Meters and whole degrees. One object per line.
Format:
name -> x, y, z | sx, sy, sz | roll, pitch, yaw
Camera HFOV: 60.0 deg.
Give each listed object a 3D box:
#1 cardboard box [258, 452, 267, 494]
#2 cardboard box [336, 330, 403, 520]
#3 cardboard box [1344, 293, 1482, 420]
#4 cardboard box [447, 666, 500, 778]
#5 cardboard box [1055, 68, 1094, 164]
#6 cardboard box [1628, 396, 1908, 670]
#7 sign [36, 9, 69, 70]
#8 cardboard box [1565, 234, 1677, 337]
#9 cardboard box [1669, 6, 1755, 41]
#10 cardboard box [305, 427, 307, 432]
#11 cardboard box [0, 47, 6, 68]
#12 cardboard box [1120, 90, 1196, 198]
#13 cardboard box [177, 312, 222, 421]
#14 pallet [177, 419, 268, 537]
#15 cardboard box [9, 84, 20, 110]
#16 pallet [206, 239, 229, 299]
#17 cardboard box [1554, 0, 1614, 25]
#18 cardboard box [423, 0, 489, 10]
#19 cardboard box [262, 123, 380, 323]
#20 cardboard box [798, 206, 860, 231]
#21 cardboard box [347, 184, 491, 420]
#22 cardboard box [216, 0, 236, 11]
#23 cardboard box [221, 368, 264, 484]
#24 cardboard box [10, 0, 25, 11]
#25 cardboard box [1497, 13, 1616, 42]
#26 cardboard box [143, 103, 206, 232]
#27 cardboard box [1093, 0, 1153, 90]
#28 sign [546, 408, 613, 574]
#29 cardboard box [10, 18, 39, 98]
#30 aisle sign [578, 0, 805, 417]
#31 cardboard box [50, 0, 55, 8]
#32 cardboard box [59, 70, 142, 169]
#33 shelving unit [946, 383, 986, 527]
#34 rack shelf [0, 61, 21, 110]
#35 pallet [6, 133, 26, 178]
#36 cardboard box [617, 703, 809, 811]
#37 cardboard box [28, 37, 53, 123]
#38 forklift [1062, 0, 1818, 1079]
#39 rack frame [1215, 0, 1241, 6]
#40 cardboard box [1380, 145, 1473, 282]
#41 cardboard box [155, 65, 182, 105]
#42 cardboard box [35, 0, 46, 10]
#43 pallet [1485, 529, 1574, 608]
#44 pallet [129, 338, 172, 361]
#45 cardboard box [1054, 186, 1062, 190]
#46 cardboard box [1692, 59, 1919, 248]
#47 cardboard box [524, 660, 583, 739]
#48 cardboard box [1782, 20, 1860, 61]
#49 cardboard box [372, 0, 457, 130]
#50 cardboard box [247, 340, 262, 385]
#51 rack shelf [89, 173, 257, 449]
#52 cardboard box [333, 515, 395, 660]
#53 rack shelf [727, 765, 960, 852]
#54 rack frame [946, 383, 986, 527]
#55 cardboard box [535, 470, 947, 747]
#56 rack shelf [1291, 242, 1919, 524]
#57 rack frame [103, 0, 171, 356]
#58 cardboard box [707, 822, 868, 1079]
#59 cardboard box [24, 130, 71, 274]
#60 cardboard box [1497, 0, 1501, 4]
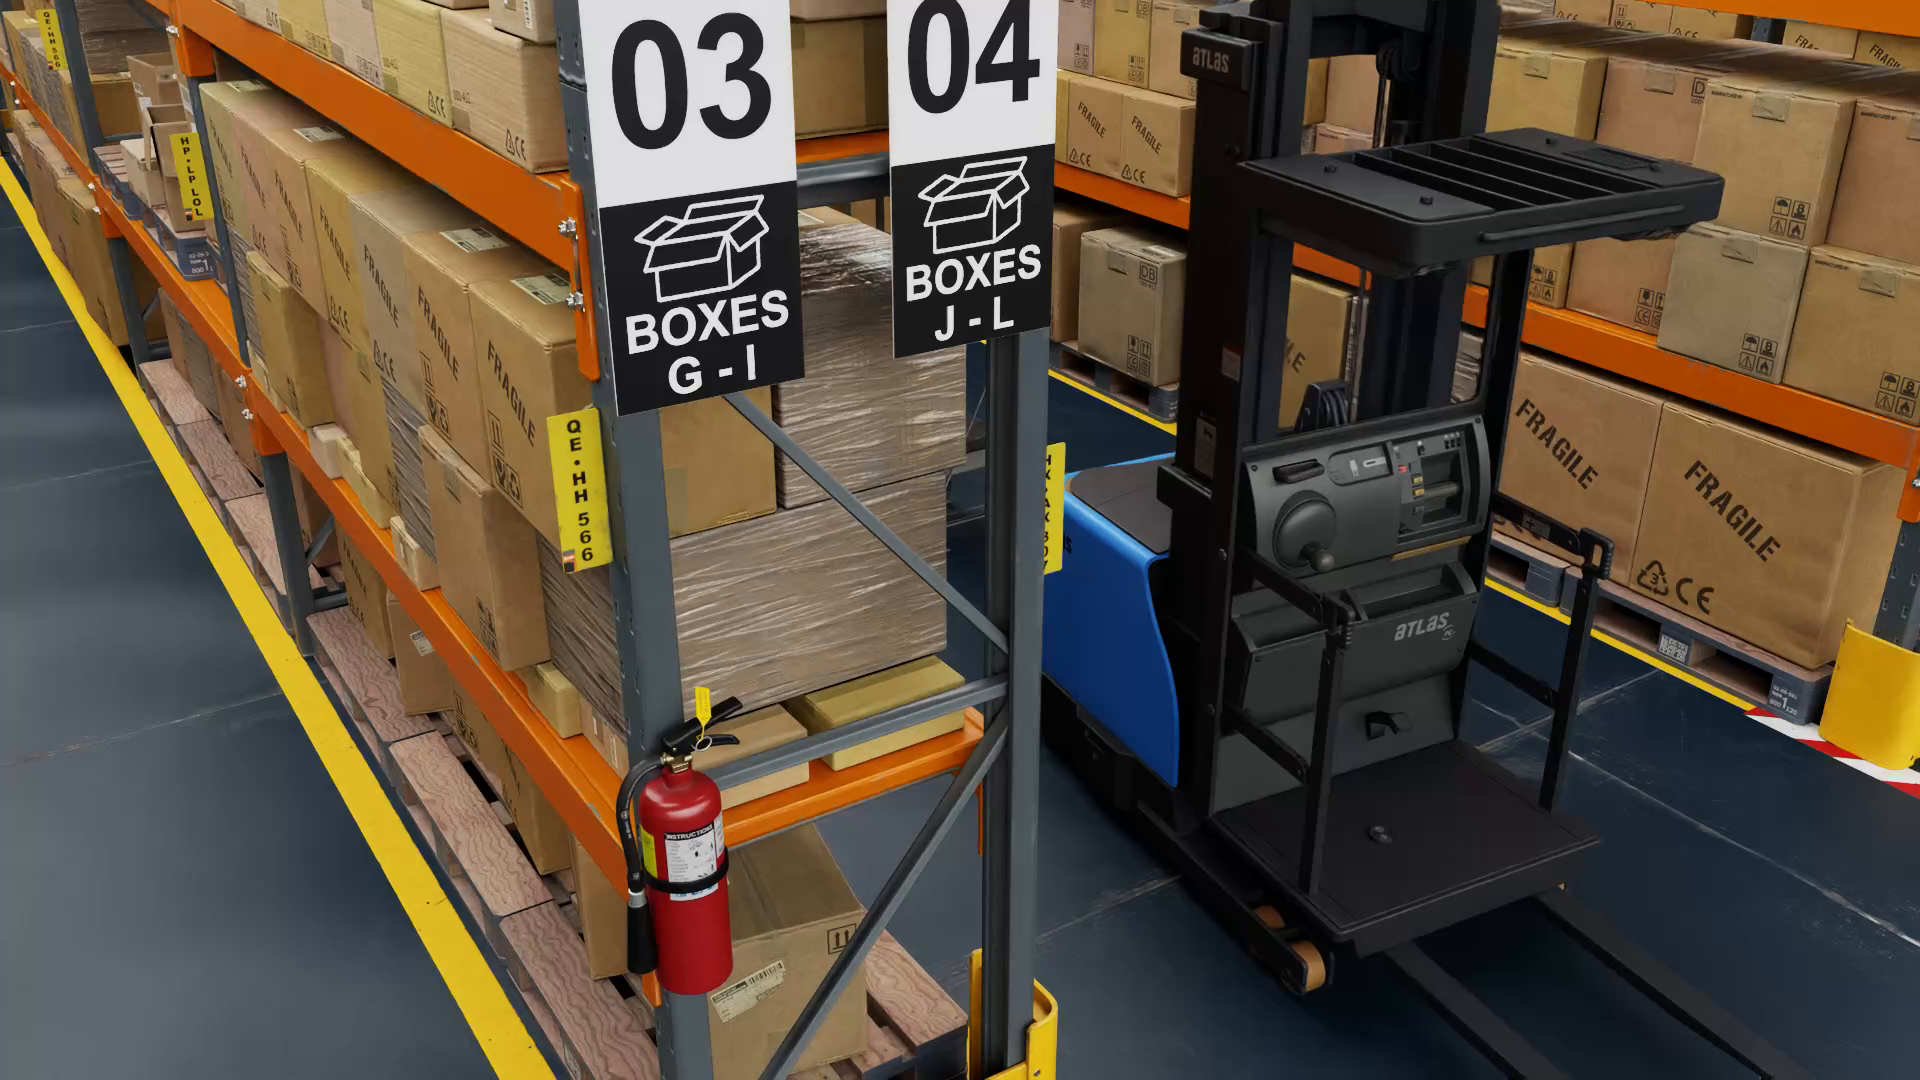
cardboard box -> -3.001, -0.447, 8.096 | 0.700, 0.500, 0.500 | -16, 29, -30
cardboard box -> -1.505, -0.450, 5.397 | 0.875, 0.649, 0.860 | -16, 29, -30
cardboard box -> 2.552, -0.765, 8.354 | 0.875, 0.875, 0.875 | -15, 29, -29
cardboard box -> -1.531, 0.521, 6.070 | 0.500, 0.500, 0.500 | -19, 31, -34
cardboard box -> 0.711, -2.630, 10.190 | 0.500, 0.500, 0.500 | -15, 29, -29
cardboard box -> 3.530, -0.124, 6.997 | 0.875, 0.875, 0.875 | -15, 29, -29
sign -> -5.086, -2.803, 9.317 | 0.100, 0.325, 0.005 | -16, 29, -30
cardboard box -> 3.196, -1.279, 7.270 | 0.875, 0.550, 0.550 | -16, 29, -30
cardboard box -> 5.419, -3.770, 11.765 | 0.500, 0.500, 0.500 | -16, 30, -31
cardboard box -> -2.144, -0.456, 5.996 | 0.380, 0.149, 0.250 | -16, 29, -30
cardboard box -> -7.388, -3.852, 13.190 | 0.380, 0.149, 0.250 | -15, 29, -29
cardboard box -> 1.263, -2.268, 9.424 | 0.500, 0.500, 0.500 | -16, 29, -30
cardboard box -> -3.927, -1.048, 9.369 | 0.700, 0.500, 0.500 | -18, 31, -34
pallet -> -3.536, -0.433, 8.920 | 1.003, 0.211, 1.213 | -16, 29, -30
cardboard box -> -8.077, -3.964, 15.131 | 0.875, 0.875, 0.875 | -16, 29, -30
pallet -> -2.735, -1.200, 7.502 | 1.003, 0.211, 1.213 | -16, 29, -30
cardboard box -> 4.871, -4.133, 12.534 | 0.500, 0.500, 0.500 | -14, 29, -28
cardboard box -> -0.954, -1.237, 3.551 | 0.380, 0.149, 0.250 | -17, 30, -32
cardboard box -> -1.860, -1.033, 5.288 | 0.500, 0.500, 0.500 | -16, 29, -30
cardboard box -> -0.595, -0.621, 4.415 | 0.500, 0.500, 0.500 | -16, 29, -30
cardboard box -> -1.312, -0.676, 4.532 | 0.500, 0.500, 0.500 | -16, 29, -30
cardboard box -> -2.115, -1.859, 5.336 | 0.500, 0.250, 0.500 | -16, 30, -30
cardboard box -> -3.307, -0.647, 8.520 | 0.730, 0.500, 0.544 | -16, 30, -31
cardboard box -> -7.281, -4.348, 12.896 | 0.500, 0.500, 0.500 | -15, 29, -28
cardboard box -> 2.522, -2.120, 7.787 | 0.875, 0.550, 0.550 | -16, 29, -30
cardboard box -> -3.463, -1.814, 7.966 | 0.797, 0.503, 0.637 | -12, 28, -24
cardboard box -> 1.213, -2.956, 9.709 | 0.700, 0.500, 0.500 | -16, 30, -30
sign -> -0.732, -0.093, 3.206 | 0.100, 0.325, 0.005 | -16, 29, -30
cardboard box -> -6.490, -3.483, 11.998 | 0.500, 0.500, 0.500 | -15, 29, -29
aisle sign -> -0.473, -0.632, 3.029 | 0.394, 0.787, 0.004 | -16, 29, -30
cardboard box -> -5.362, -3.408, 10.662 | 0.797, 0.503, 0.637 | -15, 29, -28
cardboard box -> -5.100, -2.574, 10.071 | 0.500, 0.500, 0.500 | -15, 29, -28
shelving unit -> 4.739, -3.818, 10.194 | 12.070, 5.092, 0.667 | -16, 29, -30
rack shelf -> -7.898, -4.230, 14.540 | 1.077, 0.370, 4.000 | -16, 29, -30
pallet -> -10.994, -1.999, 10.716 | 11.163, 1.510, 7.627 | -16, 29, -30
cardboard box -> -0.584, 0.511, 3.947 | 0.380, 0.149, 0.250 | -16, 29, -30
cardboard box -> -5.930, -3.121, 11.229 | 0.500, 0.500, 0.500 | -15, 29, -29
forklift -> 1.388, -0.116, 5.062 | 1.121, 2.935, 3.031 | -12, 28, -24
rack frame -> 1.772, -2.099, 9.182 | 1.000, 3.000, 0.127 | -16, 29, -30
cardboard box -> 2.498, -1.625, 8.004 | 0.875, 0.550, 0.550 | -16, 29, -30
cardboard box -> -3.906, -2.285, 8.967 | 0.700, 0.500, 0.500 | -11, 27, -22
cardboard box -> -6.086, -3.865, 11.630 | 0.797, 0.503, 0.637 | -15, 29, -29
pallet -> 2.791, -0.111, 8.237 | 1.003, 0.211, 1.213 | -16, 29, -30
pallet -> -4.990, -1.448, 11.071 | 1.003, 0.211, 1.213 | -16, 29, -30
cardboard box -> 0.325, -2.151, 11.437 | 1.050, 0.750, 0.750 | -15, 29, -29
cardboard box -> 3.408, -1.541, 6.560 | 0.875, 0.550, 0.550 | -16, 29, -30
cardboard box -> -0.900, 0.344, 4.301 | 0.380, 0.149, 0.250 | -16, 29, -30
cardboard box -> 5.871, -3.246, 11.147 | 0.500, 0.500, 0.500 | -16, 29, -30
cardboard box -> -1.007, -1.128, 3.788 | 0.500, 0.250, 0.500 | -15, 29, -29
cardboard box -> -2.574, -0.718, 6.552 | 0.380, 0.149, 0.250 | -16, 29, -30
rack shelf -> -3.531, -1.369, 8.479 | 1.077, 0.370, 4.000 | -16, 29, -30
cardboard box -> -2.254, 0.114, 6.931 | 0.500, 0.500, 0.500 | -17, 30, -31
rack shelf -> -1.347, -0.003, 5.418 | 0.831, 0.071, 3.687 | -16, 29, -30
rack frame -> 0.044, -0.922, 7.743 | 0.380, 1.831, 0.006 | -16, 29, -30
cardboard box -> -0.533, 0.069, 4.125 | 0.875, 0.500, 0.500 | -16, 29, -30
rack shelf -> 2.863, -1.058, 7.820 | 1.077, 0.370, 4.000 | -16, 29, -30
rack frame -> -4.620, -2.411, 9.842 | 0.949, 2.616, 0.053 | -16, 29, -30
cardboard box -> -0.582, 1.165, 4.705 | 0.500, 0.500, 0.500 | -10, 27, -20
cardboard box -> -7.353, -3.655, 13.757 | 1.225, 1.489, 5.750 | -17, 30, -31
cardboard box -> 4.318, -4.501, 13.313 | 0.500, 0.500, 0.500 | -15, 29, -29
